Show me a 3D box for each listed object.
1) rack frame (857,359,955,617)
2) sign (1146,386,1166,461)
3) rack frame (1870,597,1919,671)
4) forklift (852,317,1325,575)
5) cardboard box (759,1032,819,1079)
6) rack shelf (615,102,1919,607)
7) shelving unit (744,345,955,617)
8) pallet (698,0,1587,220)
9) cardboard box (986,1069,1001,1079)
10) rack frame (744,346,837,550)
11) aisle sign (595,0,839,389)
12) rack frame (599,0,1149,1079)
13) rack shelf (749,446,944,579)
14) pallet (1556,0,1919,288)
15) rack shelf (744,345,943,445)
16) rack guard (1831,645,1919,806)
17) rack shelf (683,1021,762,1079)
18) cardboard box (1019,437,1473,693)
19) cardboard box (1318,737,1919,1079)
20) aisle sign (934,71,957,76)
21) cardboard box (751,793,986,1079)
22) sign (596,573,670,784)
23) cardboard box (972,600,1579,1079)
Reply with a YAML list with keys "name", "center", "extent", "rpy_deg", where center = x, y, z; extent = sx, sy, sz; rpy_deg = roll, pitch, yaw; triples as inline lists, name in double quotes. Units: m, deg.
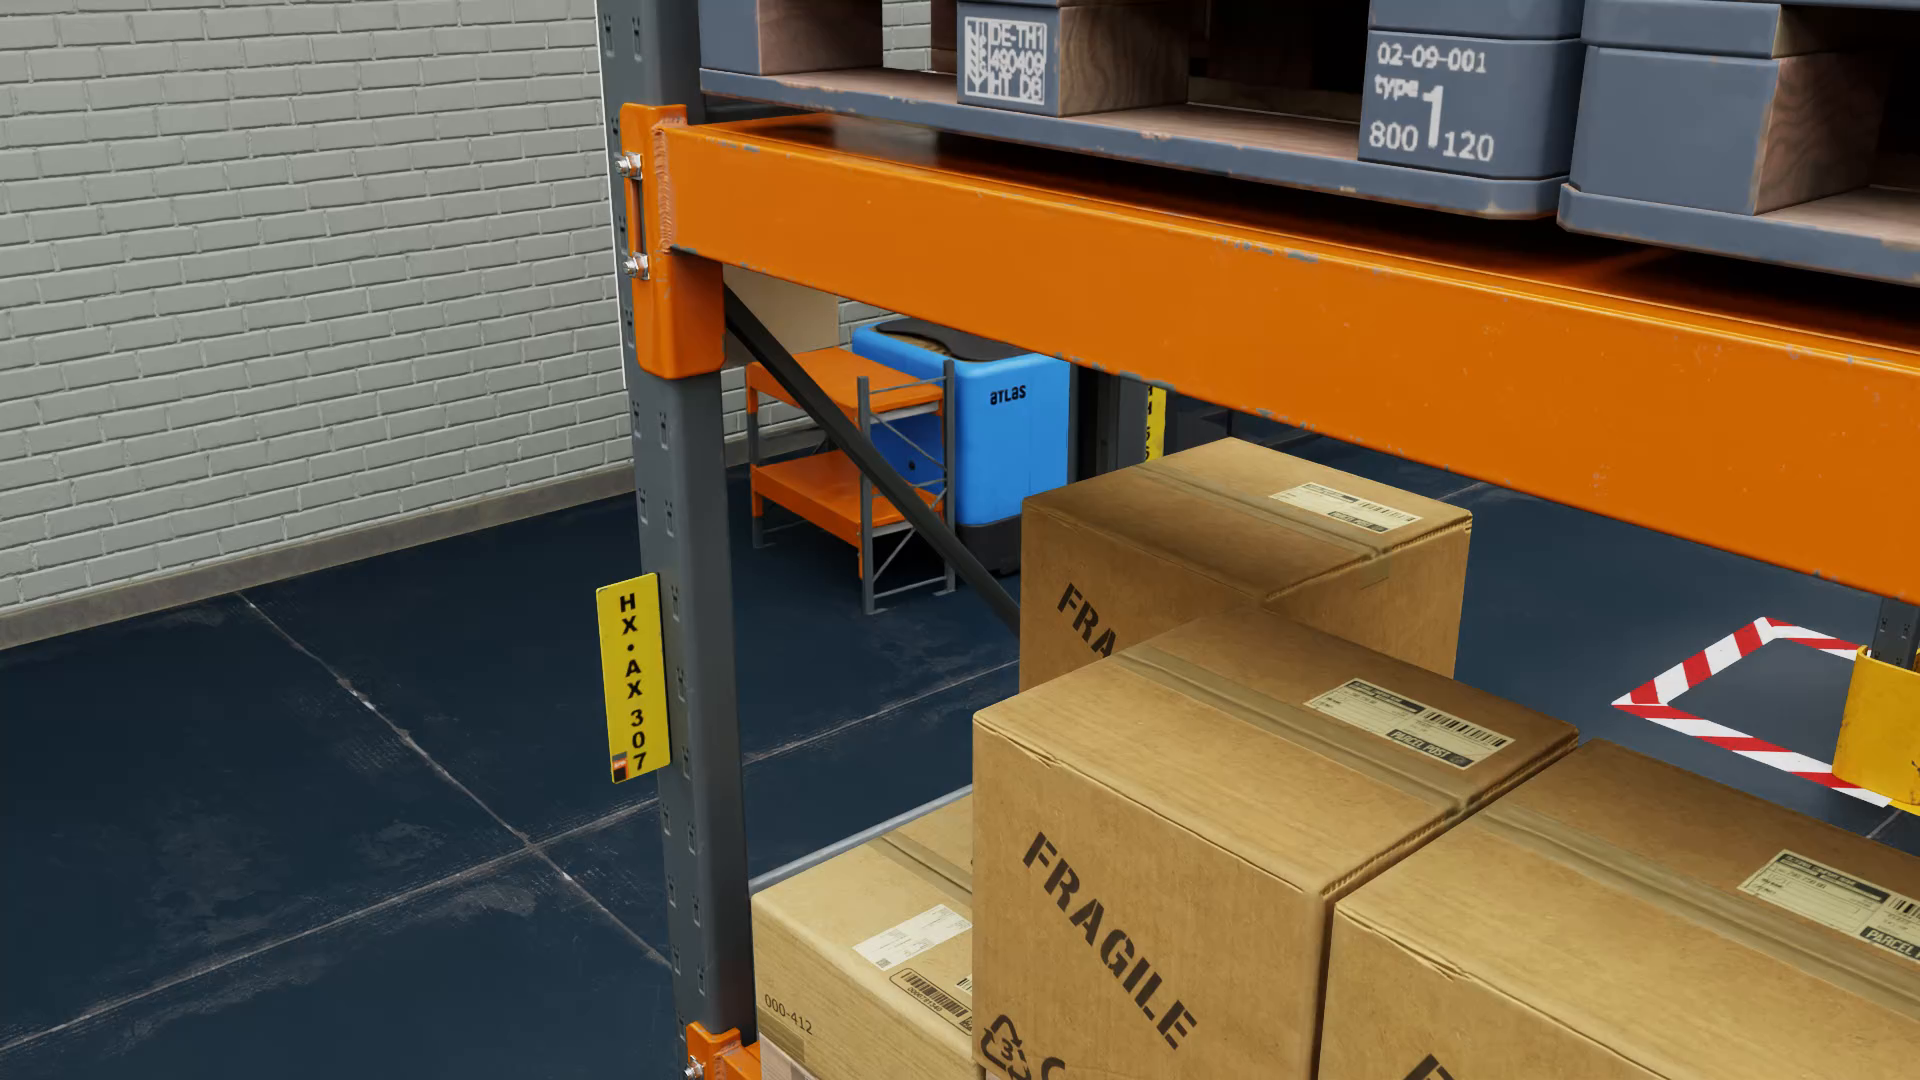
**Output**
- name: "rack frame"
  center: [-0.235, -0.232, 7.534]
  extent: [0.500, 1.125, 0.032]
  rpy_deg: [-15, 26, -33]
- name: "sign"
  center: [0.348, -0.253, 3.104]
  extent: [0.100, 0.325, 0.005]
  rpy_deg: [-17, 27, -37]
- name: "rack frame"
  center: [3.752, -0.631, 5.982]
  extent: [1.000, 3.000, 0.127]
  rpy_deg: [-17, 27, -37]
- name: "forklift"
  center: [0.923, -1.613, 8.584]
  extent: [3.031, 2.935, 1.130]
  rpy_deg: [-16, 26, -35]
- name: "cardboard box"
  center: [-0.090, 0.816, 2.633]
  extent: [0.380, 0.149, 0.250]
  rpy_deg: [-17, 27, -37]
- name: "rack shelf"
  center: [1.234, 0.013, 1.212]
  extent: [1.077, 0.370, 4.000]
  rpy_deg: [-17, 27, -37]
- name: "shelving unit"
  center: [-0.533, -0.382, 7.917]
  extent: [0.538, 1.125, 1.048]
  rpy_deg: [-15, 26, -33]
- name: "pallet"
  center: [0.420, -0.631, 1.990]
  extent: [1.003, 0.211, 1.213]
  rpy_deg: [-17, 27, -37]
- name: "cardboard box"
  center: [0.381, 0.792, 2.146]
  extent: [0.500, 0.250, 0.500]
  rpy_deg: [-18, 28, -38]
- name: "rack frame"
  center: [-0.832, -0.532, 8.300]
  extent: [0.500, 1.125, 0.032]
  rpy_deg: [-15, 26, -33]
- name: "aisle sign"
  center: [-0.346, -0.637, 2.433]
  extent: [0.394, 0.787, 0.004]
  rpy_deg: [-17, 27, -37]
- name: "rack frame"
  center: [-0.069, 0.521, 3.040]
  extent: [0.949, 2.616, 0.053]
  rpy_deg: [-17, 27, -37]
- name: "rack shelf"
  center: [-0.533, -0.154, 8.007]
  extent: [0.538, 0.278, 1.000]
  rpy_deg: [-15, 26, -33]
- name: "pallet"
  center: [1.221, -0.294, 1.129]
  extent: [1.003, 0.211, 1.213]
  rpy_deg: [-17, 27, -37]
- name: "rack shelf"
  center: [-0.533, -0.655, 7.811]
  extent: [0.538, 0.278, 1.000]
  rpy_deg: [-15, 26, -33]
- name: "rack guard"
  center: [3.801, 0.554, 6.384]
  extent: [1.175, 0.500, 0.348]
  rpy_deg: [-17, 27, -37]
- name: "rack shelf"
  center: [1.234, 1.410, 1.759]
  extent: [1.077, 0.370, 4.000]
  rpy_deg: [-17, 27, -37]
- name: "cardboard box"
  center: [0.445, 0.176, 2.691]
  extent: [0.500, 0.500, 0.500]
  rpy_deg: [-17, 27, -37]
- name: "cardboard box"
  center: [0.706, 0.581, 1.657]
  extent: [0.500, 0.500, 0.500]
  rpy_deg: [-18, 28, -39]
- name: "aisle sign"
  center: [0.109, -0.780, 2.797]
  extent: [0.394, 0.787, 0.004]
  rpy_deg: [-17, 27, -37]
- name: "cardboard box"
  center: [0.037, 0.650, 2.509]
  extent: [0.500, 0.250, 0.500]
  rpy_deg: [-18, 28, -39]
- name: "sign"
  center: [-0.496, 0.213, 2.533]
  extent: [0.100, 0.325, 0.005]
  rpy_deg: [-17, 27, -37]
- name: "cardboard box"
  center: [0.363, 0.439, 2.019]
  extent: [0.500, 0.500, 0.500]
  rpy_deg: [-18, 28, -39]
